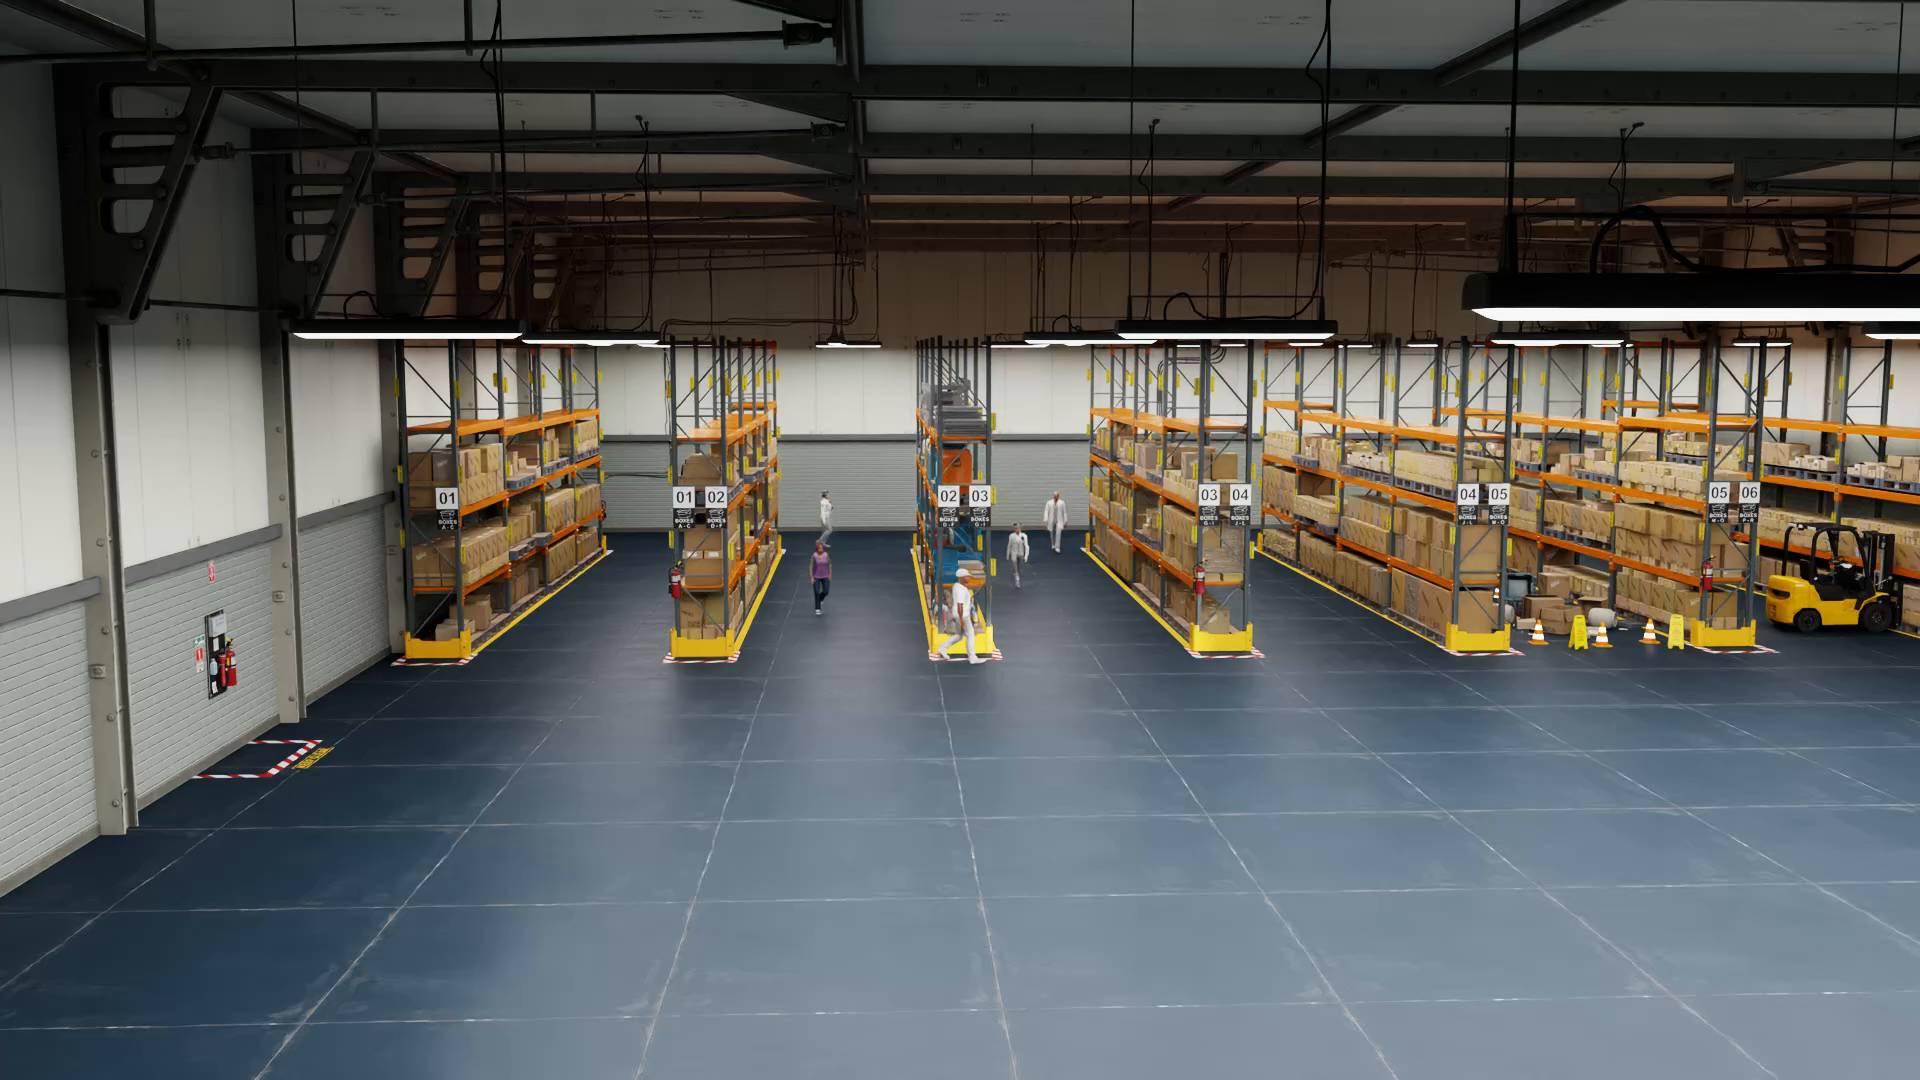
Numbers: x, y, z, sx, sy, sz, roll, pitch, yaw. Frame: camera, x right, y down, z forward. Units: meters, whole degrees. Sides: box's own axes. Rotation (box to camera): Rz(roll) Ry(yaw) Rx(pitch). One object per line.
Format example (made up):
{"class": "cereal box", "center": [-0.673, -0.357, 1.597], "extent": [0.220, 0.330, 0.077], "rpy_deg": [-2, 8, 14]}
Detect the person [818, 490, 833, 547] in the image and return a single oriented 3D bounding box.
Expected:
{"class": "person", "center": [-3.915, -0.617, 48.356], "extent": [0.445, 1.675, 0.498], "rpy_deg": [-1, 7, -6]}

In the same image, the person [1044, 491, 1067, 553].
{"class": "person", "center": [2.715, -0.528, 47.402], "extent": [0.650, 1.720, 1.171], "rpy_deg": [1, 7, 11]}

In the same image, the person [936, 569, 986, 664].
{"class": "person", "center": [0.013, 1.393, 30.507], "extent": [0.887, 1.745, 0.595], "rpy_deg": [-1, 7, -8]}

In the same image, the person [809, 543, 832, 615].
{"class": "person", "center": [-3.059, 0.827, 36.371], "extent": [0.503, 1.581, 0.487], "rpy_deg": [-1, 7, -11]}

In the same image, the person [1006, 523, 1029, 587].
{"class": "person", "center": [1.405, 0.374, 39.788], "extent": [0.508, 1.610, 1.031], "rpy_deg": [-1, 7, -12]}
